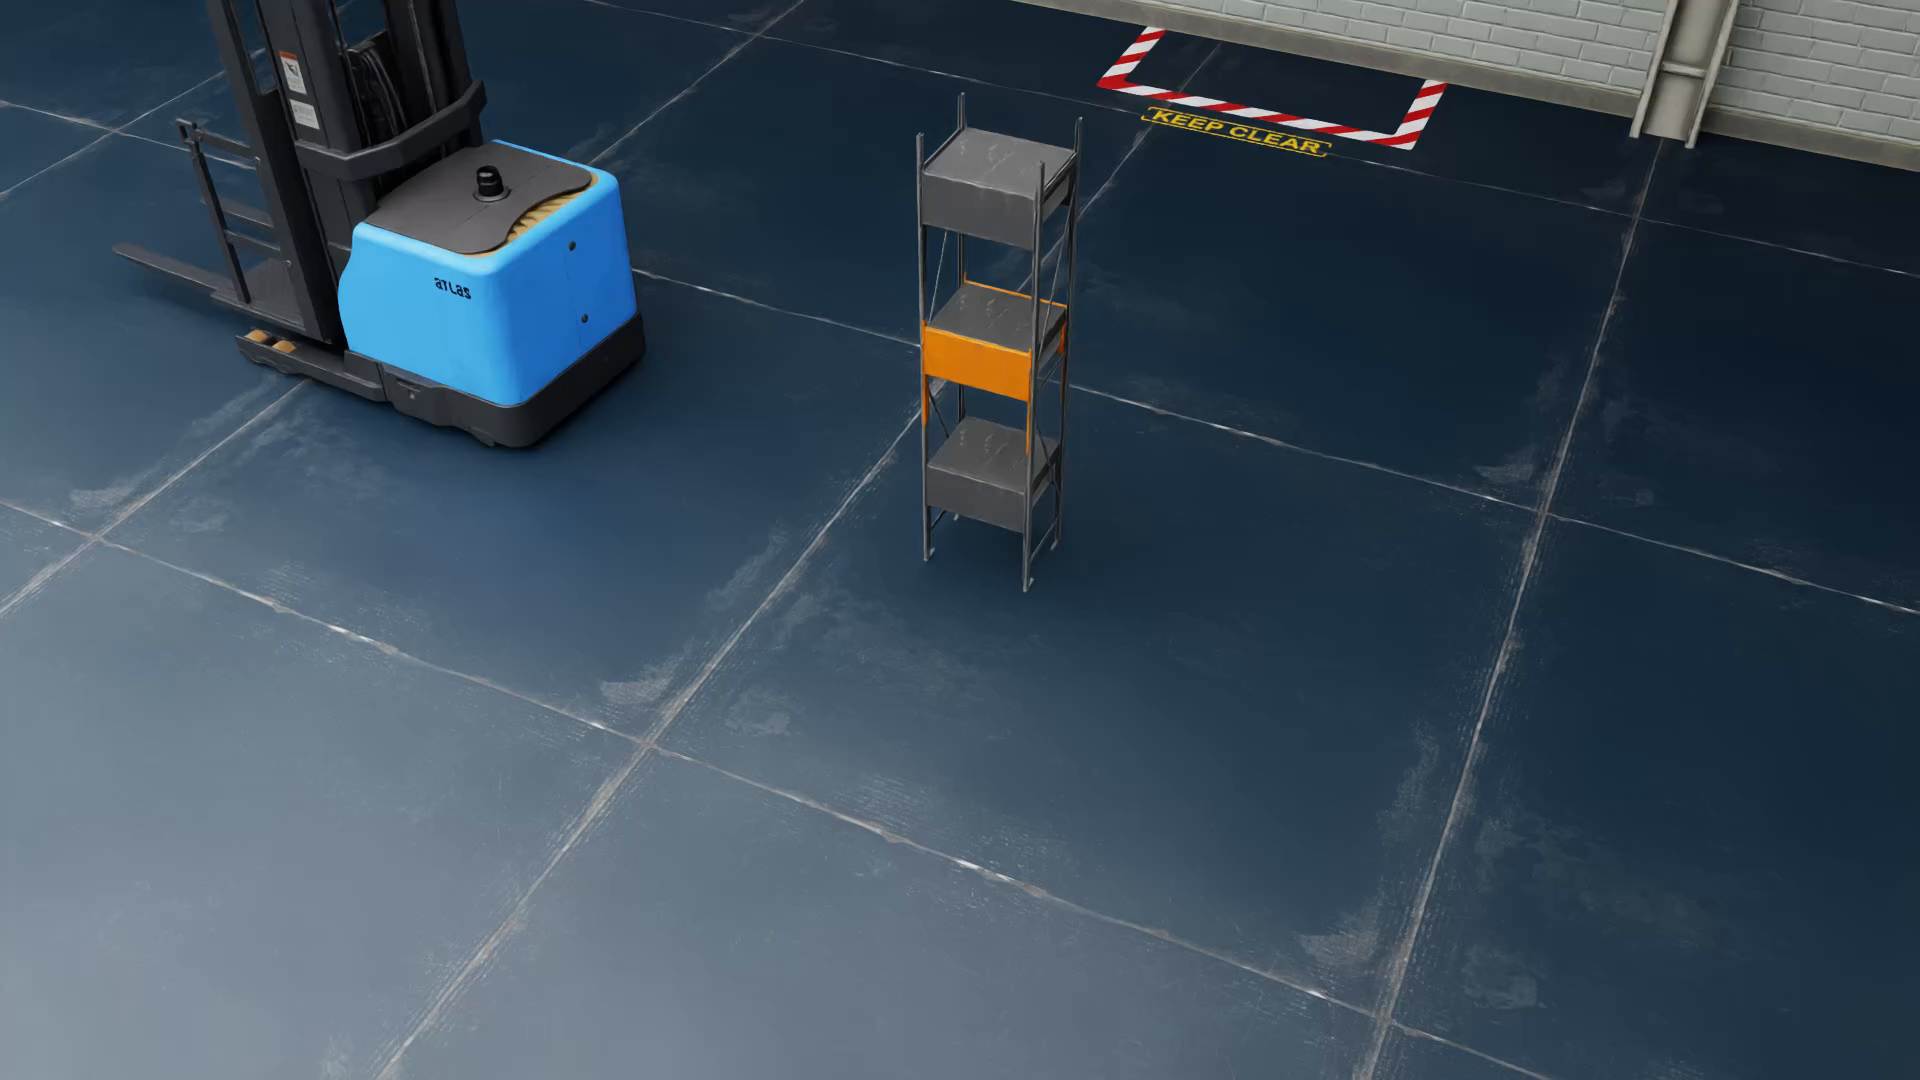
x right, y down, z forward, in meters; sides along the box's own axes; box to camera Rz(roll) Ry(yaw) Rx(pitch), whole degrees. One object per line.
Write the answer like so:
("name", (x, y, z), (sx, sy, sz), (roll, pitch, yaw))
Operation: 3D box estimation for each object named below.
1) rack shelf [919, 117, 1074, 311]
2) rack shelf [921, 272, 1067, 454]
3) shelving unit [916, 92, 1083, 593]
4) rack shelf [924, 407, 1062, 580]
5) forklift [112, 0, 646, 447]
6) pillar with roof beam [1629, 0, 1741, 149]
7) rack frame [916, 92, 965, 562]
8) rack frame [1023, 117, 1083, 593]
("rack shelf", (0.150, -1.266, 6.444), (0.480, 0.518, 0.431), (17, 44, 19))
("rack shelf", (0.150, -0.737, 6.902), (0.480, 0.518, 0.431), (17, 44, 19))
("shelving unit", (0.150, -0.748, 6.893), (0.503, 2.100, 0.431), (17, 44, 19))
("rack shelf", (0.150, -0.208, 7.361), (0.480, 0.518, 0.431), (17, 44, 19))
("forklift", (-3.179, -2.255, 7.998), (3.031, 2.935, 1.130), (20, 45, 21))
("pillar with roof beam", (2.689, -3.455, 4.750), (0.400, 9.000, 9.100), (17, 44, 19))
("rack frame", (-0.071, -0.815, 6.971), (0.015, 2.100, 0.400), (17, 44, 19))
("rack frame", (0.371, -0.680, 6.815), (0.015, 2.100, 0.400), (17, 44, 19))
